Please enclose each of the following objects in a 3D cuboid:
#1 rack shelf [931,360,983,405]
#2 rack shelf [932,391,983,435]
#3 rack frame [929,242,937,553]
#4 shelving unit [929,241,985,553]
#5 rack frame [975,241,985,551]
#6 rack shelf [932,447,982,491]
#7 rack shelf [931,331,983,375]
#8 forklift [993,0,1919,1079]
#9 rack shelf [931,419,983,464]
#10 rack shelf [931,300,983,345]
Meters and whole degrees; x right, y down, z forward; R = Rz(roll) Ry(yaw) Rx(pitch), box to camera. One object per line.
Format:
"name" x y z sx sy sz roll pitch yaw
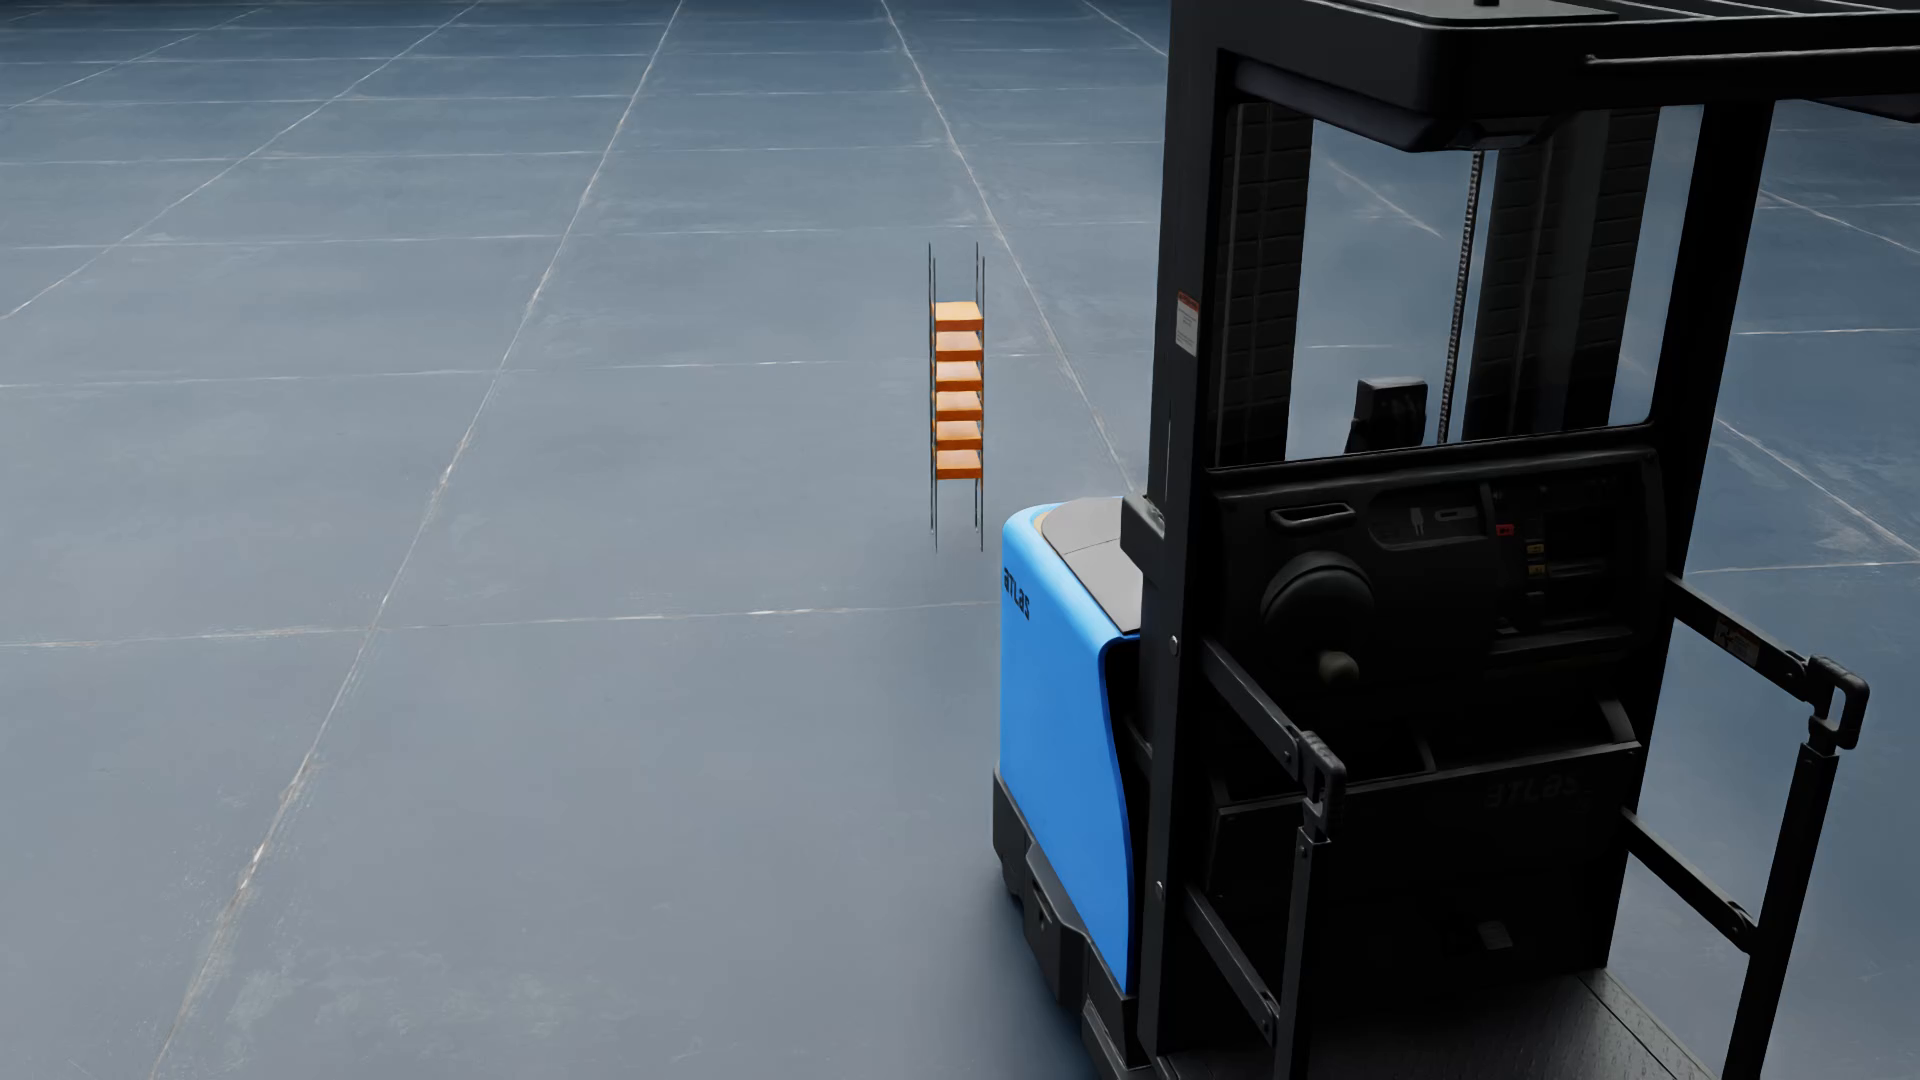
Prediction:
"rack shelf" -0.014 -0.617 6.474 0.180 0.103 0.258 -2 24 -5
"rack shelf" -0.014 -0.507 6.523 0.180 0.103 0.258 -2 24 -5
"rack frame" -0.105 -0.544 6.497 0.006 1.200 0.240 -2 24 -5
"shelving unit" -0.014 -0.548 6.505 0.189 1.200 0.258 -2 24 -5
"rack frame" 0.077 -0.551 6.513 0.006 1.200 0.240 -2 24 -5
"rack shelf" -0.014 -0.288 6.621 0.180 0.103 0.258 -2 24 -5
"rack shelf" -0.014 -0.726 6.426 0.180 0.103 0.258 -2 24 -5
"forklift" 0.982 0.080 2.961 1.130 2.935 3.031 -7 25 -14
"rack shelf" -0.014 -0.397 6.572 0.180 0.103 0.258 -2 24 -5
"rack shelf" -0.014 -0.836 6.377 0.180 0.103 0.258 -2 24 -5
